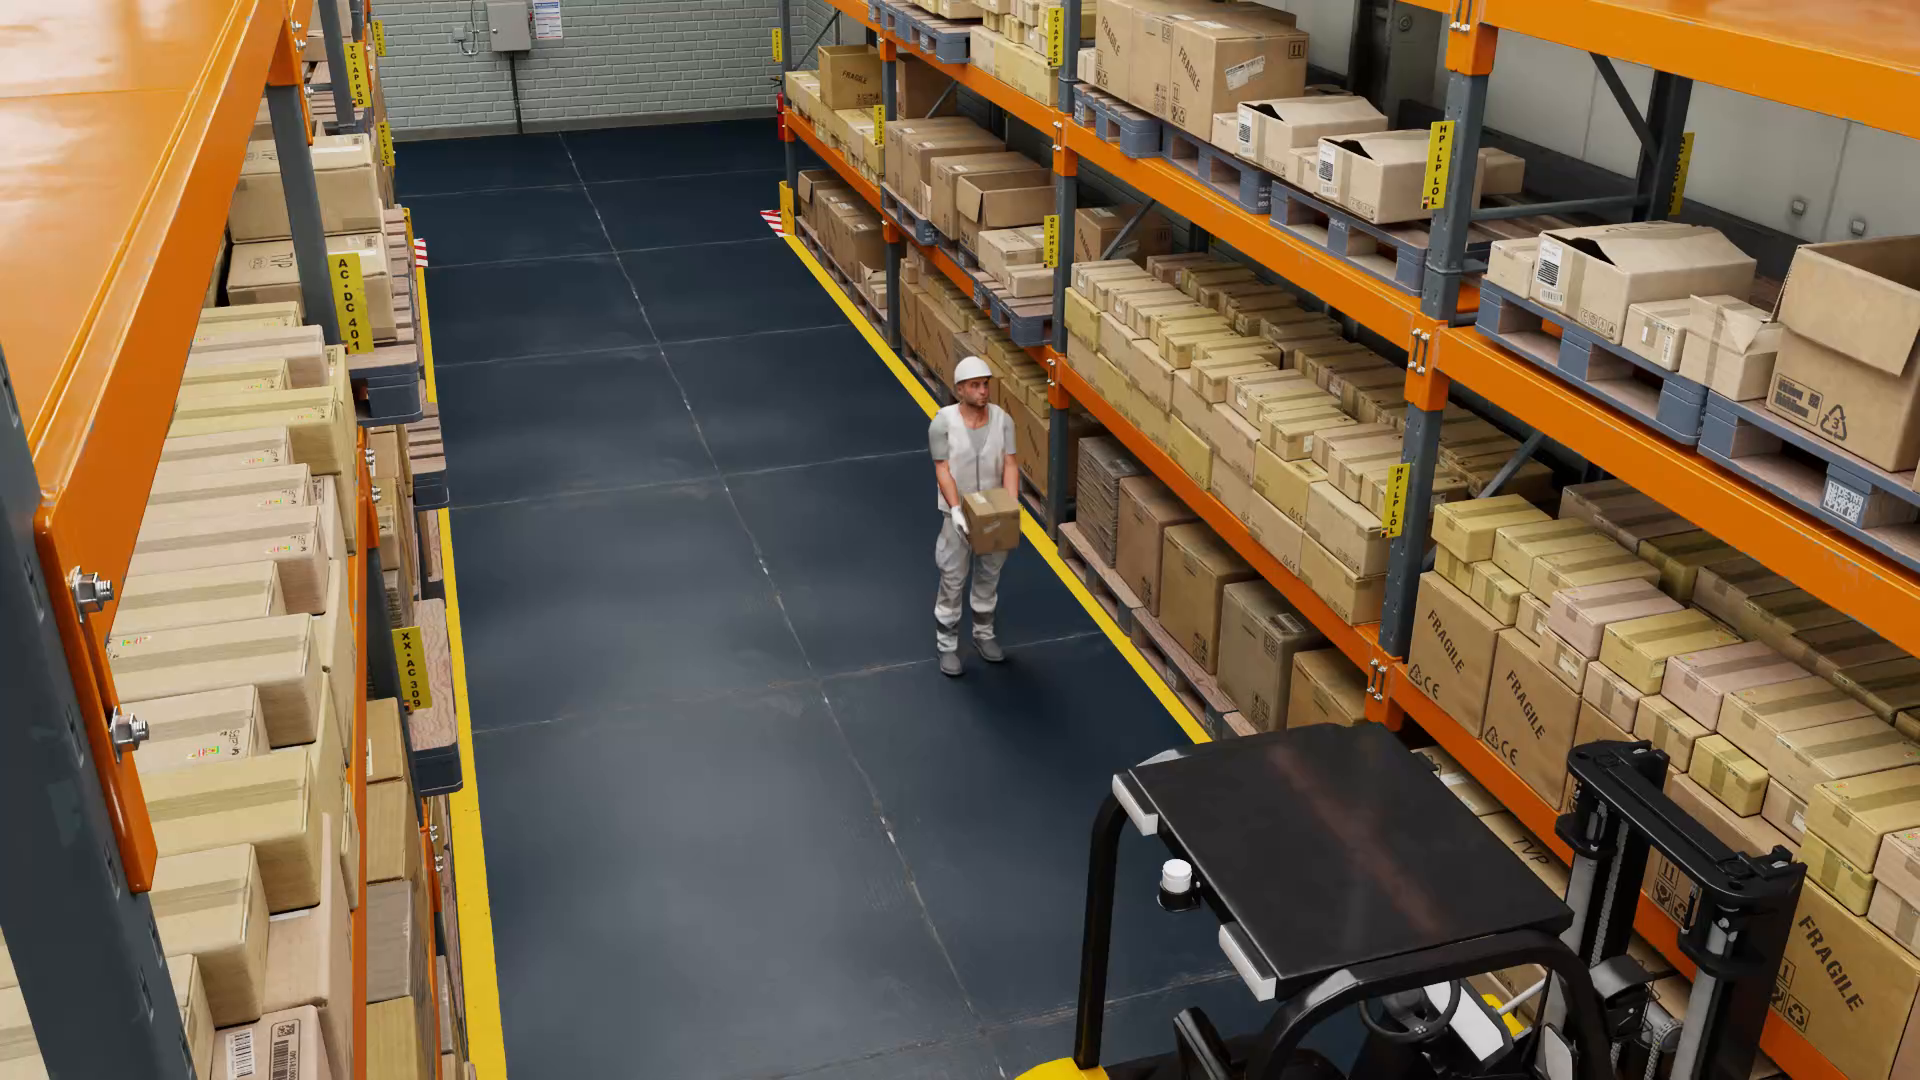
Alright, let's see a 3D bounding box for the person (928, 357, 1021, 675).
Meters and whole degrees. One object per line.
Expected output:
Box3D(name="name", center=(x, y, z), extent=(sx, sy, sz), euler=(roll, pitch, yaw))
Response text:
Box3D(name="person", center=(0.101, -0.126, 9.338), extent=(0.525, 1.793, 0.542), euler=(-8, 27, -16))
